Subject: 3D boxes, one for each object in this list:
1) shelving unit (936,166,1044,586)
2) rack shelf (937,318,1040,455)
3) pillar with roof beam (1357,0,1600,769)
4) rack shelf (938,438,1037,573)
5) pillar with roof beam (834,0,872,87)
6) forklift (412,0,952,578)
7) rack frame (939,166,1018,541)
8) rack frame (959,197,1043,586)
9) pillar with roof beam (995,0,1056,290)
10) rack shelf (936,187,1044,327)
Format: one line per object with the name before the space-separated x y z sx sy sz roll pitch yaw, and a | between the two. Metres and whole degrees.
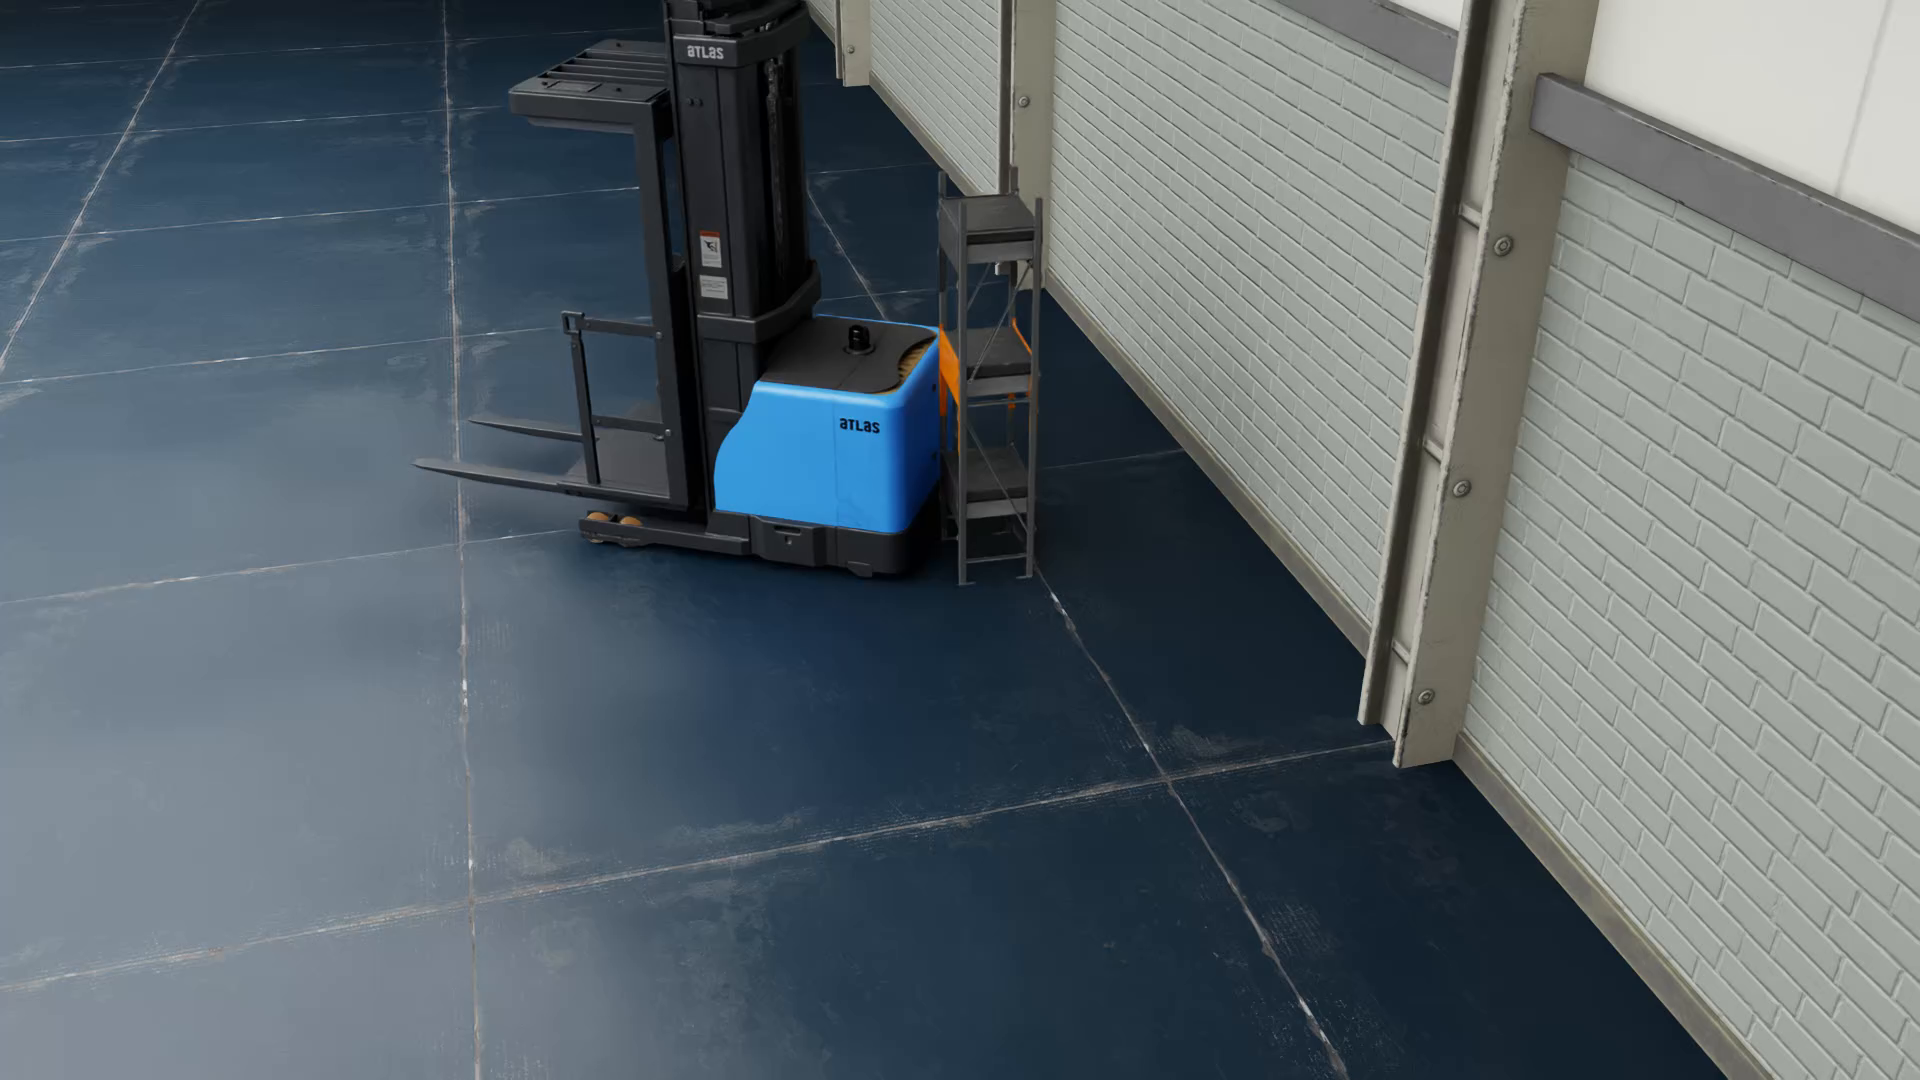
shelving unit | 0.142 -0.806 8.546 0.431 2.100 0.503 -6 31 -10
rack shelf | 0.142 -0.794 8.553 0.431 0.518 0.480 -6 31 -10
pillar with roof beam | -2.087 -2.410 4.430 9.100 9.000 0.400 -8 31 -13
rack shelf | 0.142 -0.188 8.904 0.431 0.518 0.480 -6 31 -10
pillar with roof beam | -5.272 -8.206 14.444 9.100 9.000 0.400 -8 31 -13
forklift | -1.606 -1.470 8.864 3.031 2.935 1.130 8 31 13
rack frame | 0.092 -0.925 8.753 0.400 2.100 0.015 -6 31 -10
rack frame | 0.193 -0.686 8.340 0.400 2.100 0.015 -6 31 -10
pillar with roof beam | -3.680 -5.308 9.437 9.100 9.000 0.400 -8 31 -13
rack shelf | 0.142 -1.400 8.202 0.431 0.518 0.480 -6 31 -10
